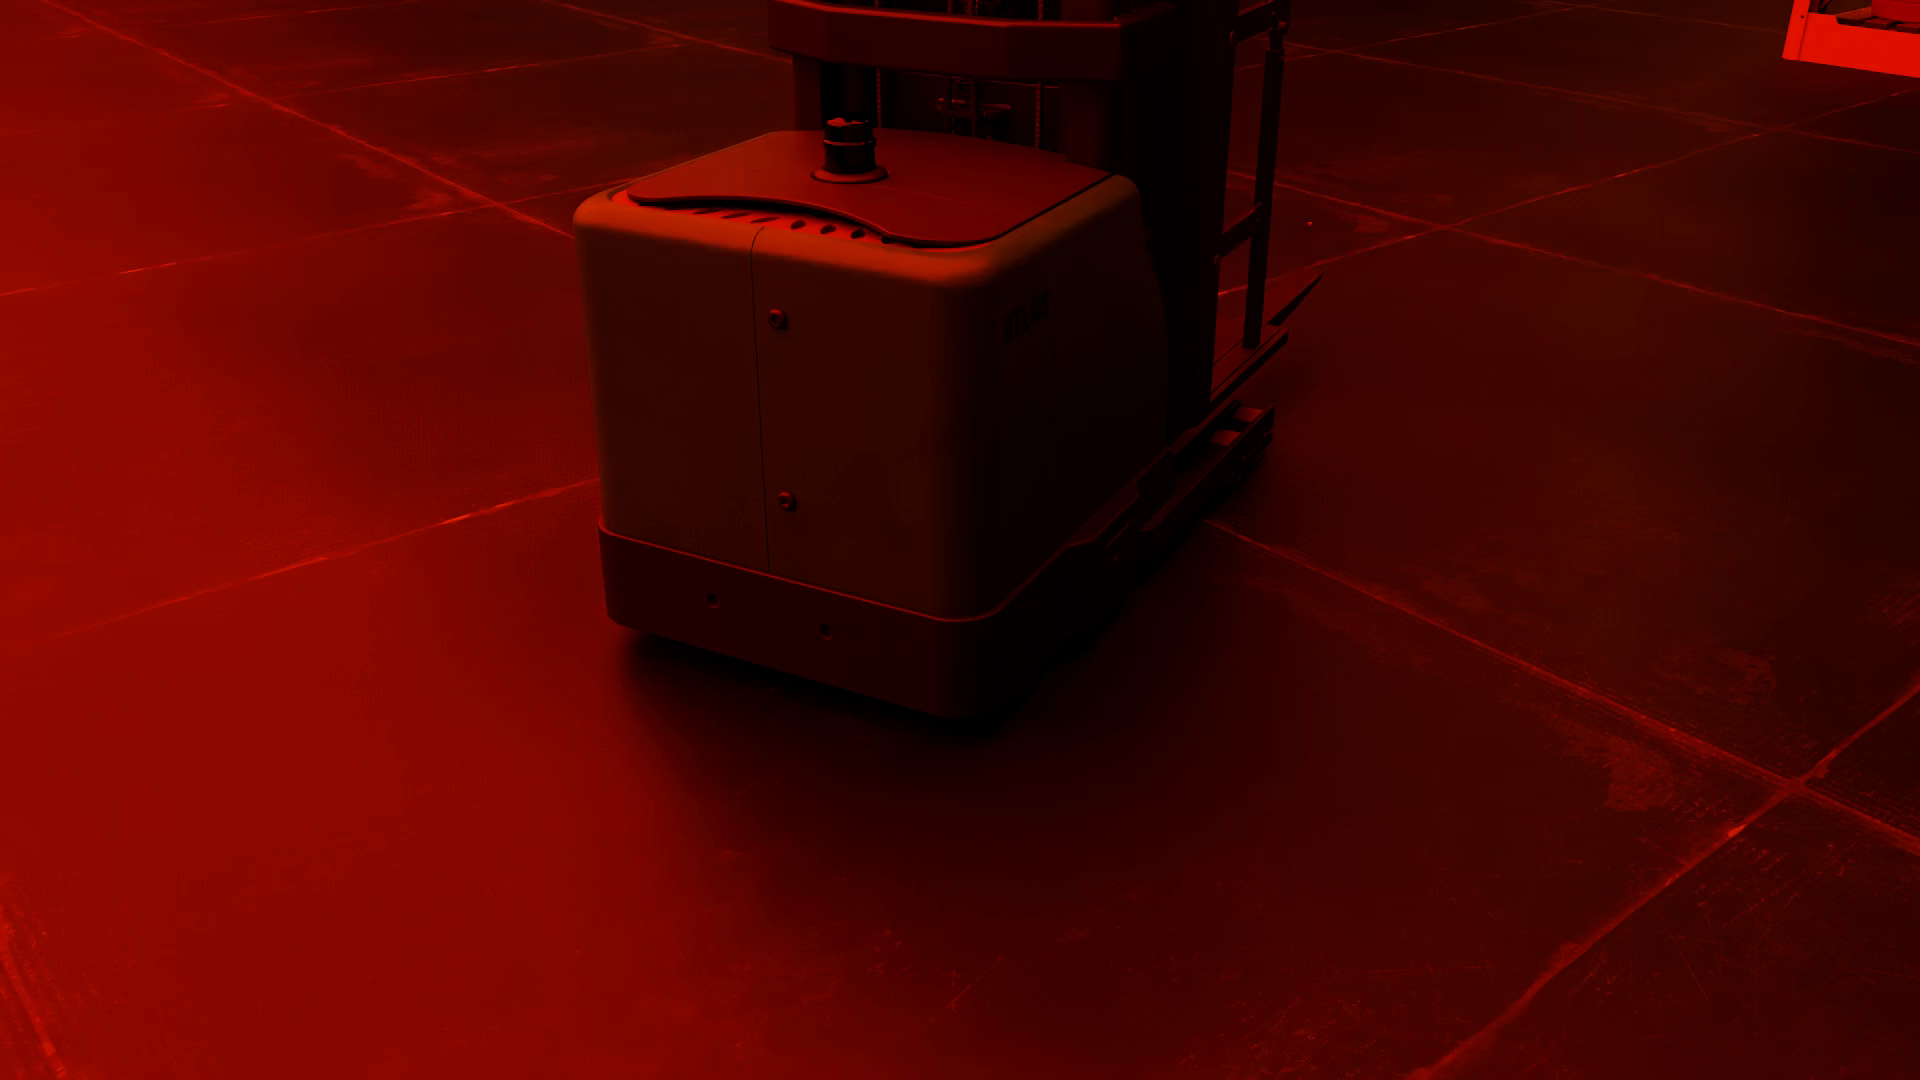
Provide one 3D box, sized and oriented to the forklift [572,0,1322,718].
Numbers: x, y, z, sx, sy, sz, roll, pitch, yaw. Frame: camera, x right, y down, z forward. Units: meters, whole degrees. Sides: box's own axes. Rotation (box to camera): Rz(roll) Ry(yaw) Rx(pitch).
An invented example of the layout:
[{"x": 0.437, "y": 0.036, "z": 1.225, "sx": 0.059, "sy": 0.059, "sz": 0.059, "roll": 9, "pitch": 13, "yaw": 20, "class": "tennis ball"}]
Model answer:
[{"x": 0.285, "y": -1.552, "z": 4.331, "sx": 1.130, "sy": 2.935, "sz": 3.031, "roll": 13, "pitch": 29, "yaw": 25, "class": "forklift"}]
